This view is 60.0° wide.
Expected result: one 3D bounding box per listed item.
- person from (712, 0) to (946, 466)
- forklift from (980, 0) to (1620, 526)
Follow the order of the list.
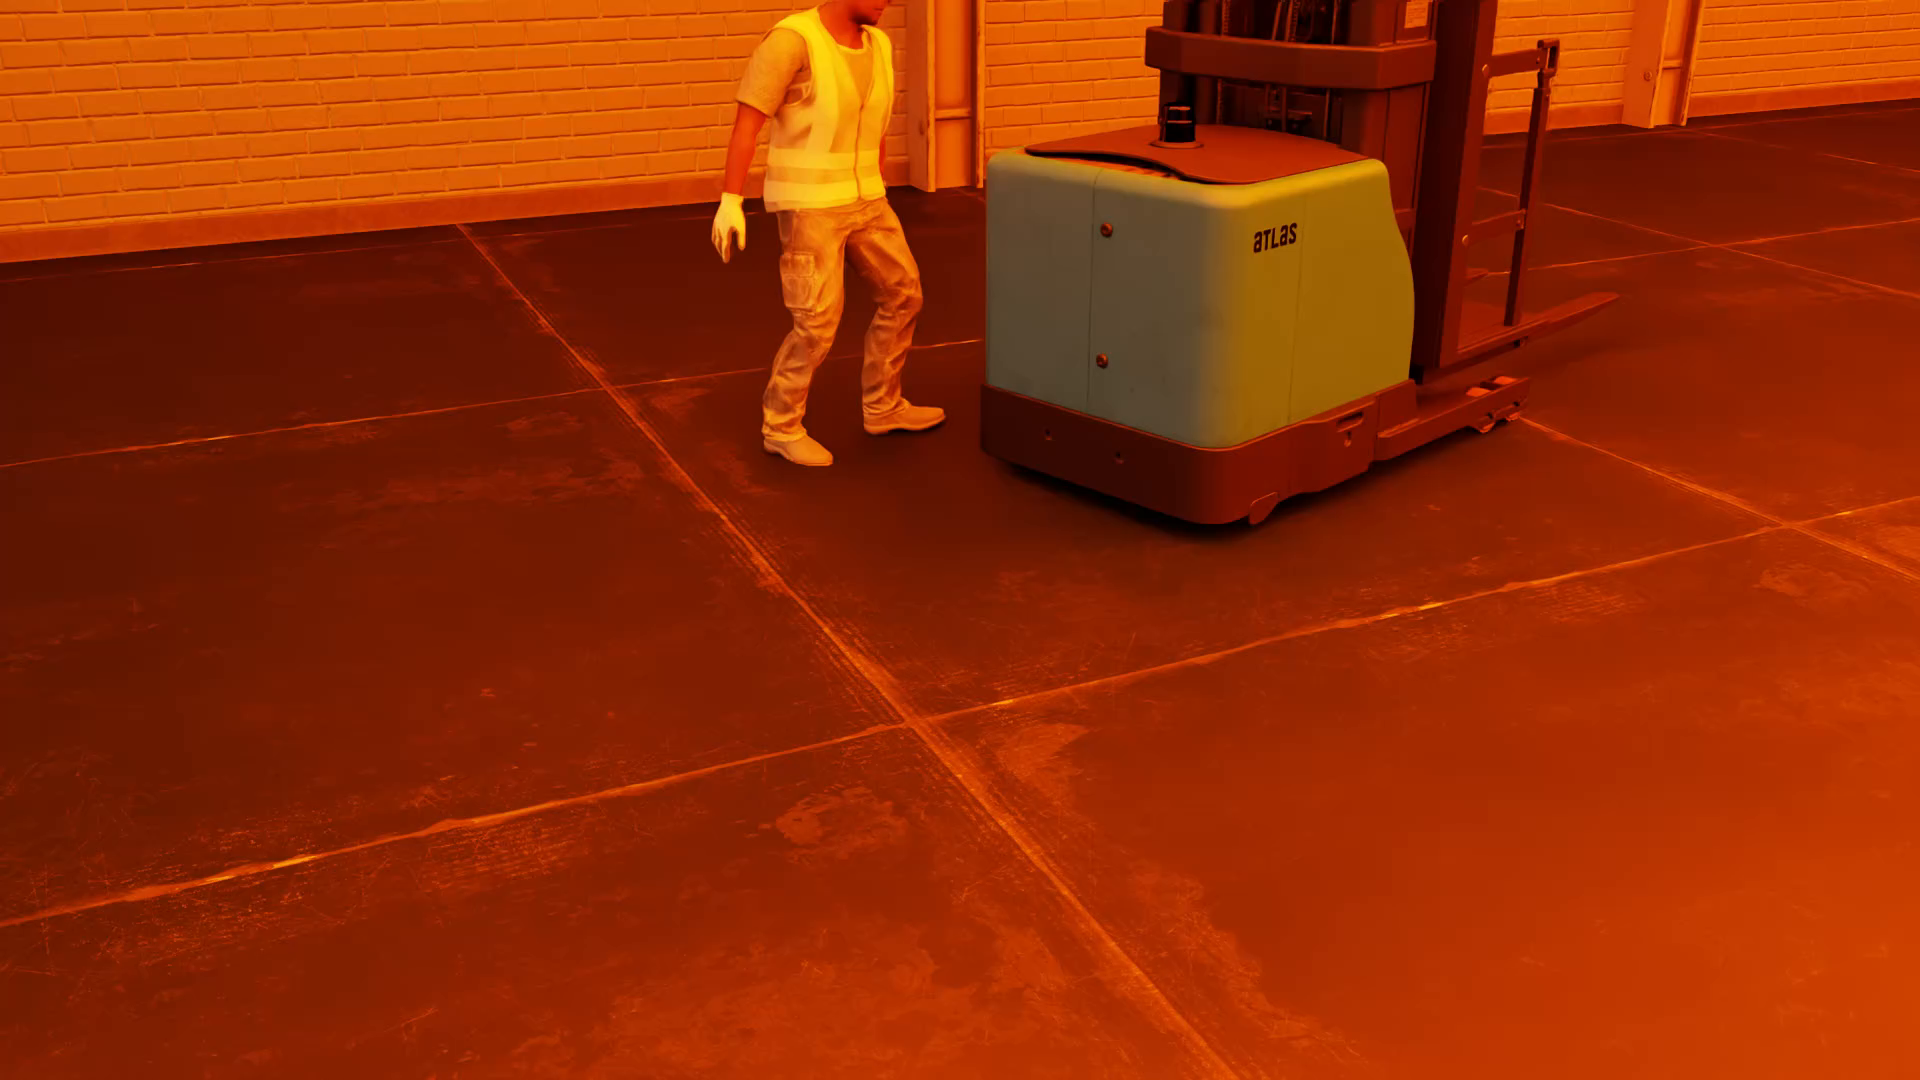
[{"bbox_3d":[-0.417,-1.110,5.542,0.458,1.746,0.897,18,28,36],"label":"person"},{"bbox_3d":[1.473,-1.866,5.779,3.031,2.935,1.130,-21,30,-40],"label":"forklift"}]
